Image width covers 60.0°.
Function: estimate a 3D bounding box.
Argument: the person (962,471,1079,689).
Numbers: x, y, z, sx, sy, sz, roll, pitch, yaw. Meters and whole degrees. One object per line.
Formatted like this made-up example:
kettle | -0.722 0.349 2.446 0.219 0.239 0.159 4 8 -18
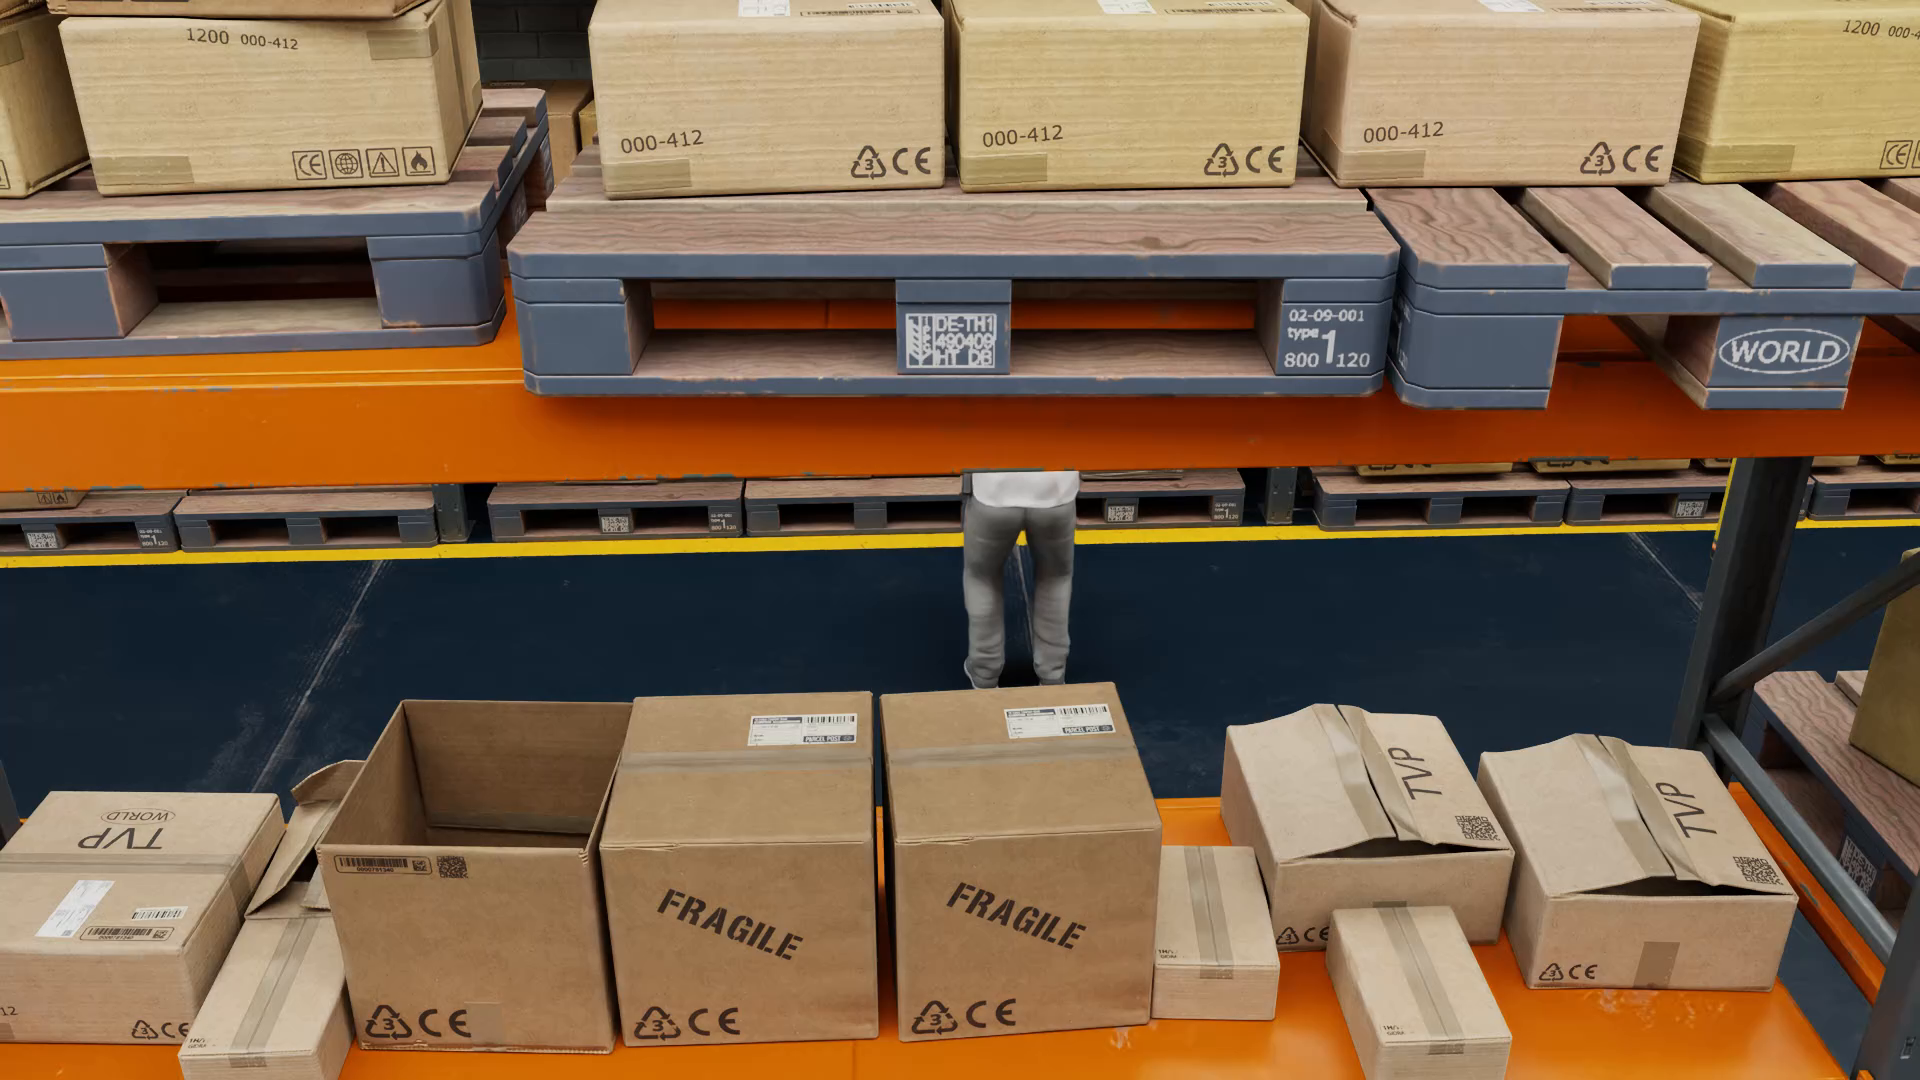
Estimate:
person | 0.217 -0.212 6.565 0.483 1.720 0.607 -2 27 -4
